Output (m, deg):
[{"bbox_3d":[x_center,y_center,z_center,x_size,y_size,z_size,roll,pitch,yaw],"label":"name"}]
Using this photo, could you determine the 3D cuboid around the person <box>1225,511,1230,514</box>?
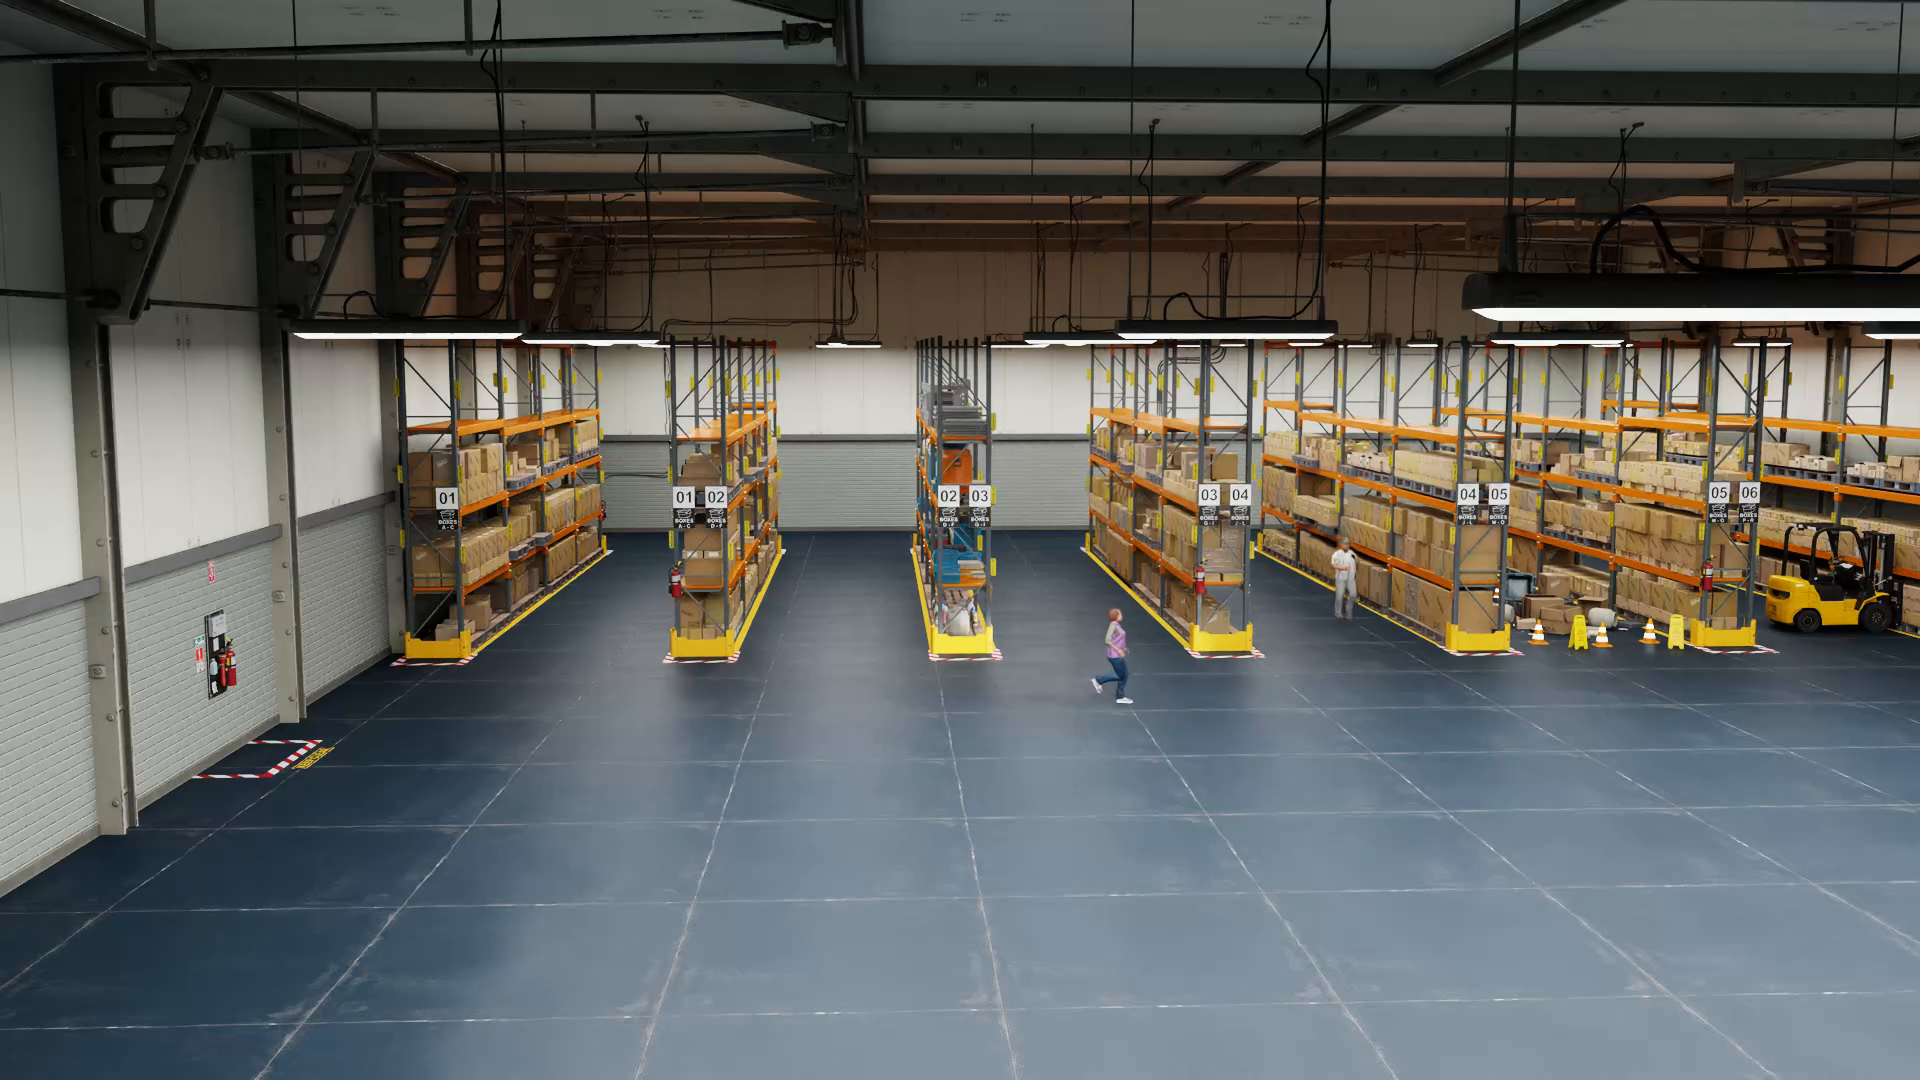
[{"bbox_3d":[7.504,-0.368,45.854,0.711,1.824,0.916,0,6,0],"label":"person"}]

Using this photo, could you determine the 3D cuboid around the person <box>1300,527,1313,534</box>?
[{"bbox_3d":[10.290,-0.667,49.276,0.565,1.598,0.602,0,6,-1],"label":"person"}]

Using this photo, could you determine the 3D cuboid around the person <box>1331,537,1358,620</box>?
[{"bbox_3d":[8.225,0.828,35.447,0.640,1.792,0.702,-1,7,-7],"label":"person"}]

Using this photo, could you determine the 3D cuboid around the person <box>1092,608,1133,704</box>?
[{"bbox_3d":[2.500,1.878,27.059,0.679,1.552,0.554,2,7,16],"label":"person"}]
